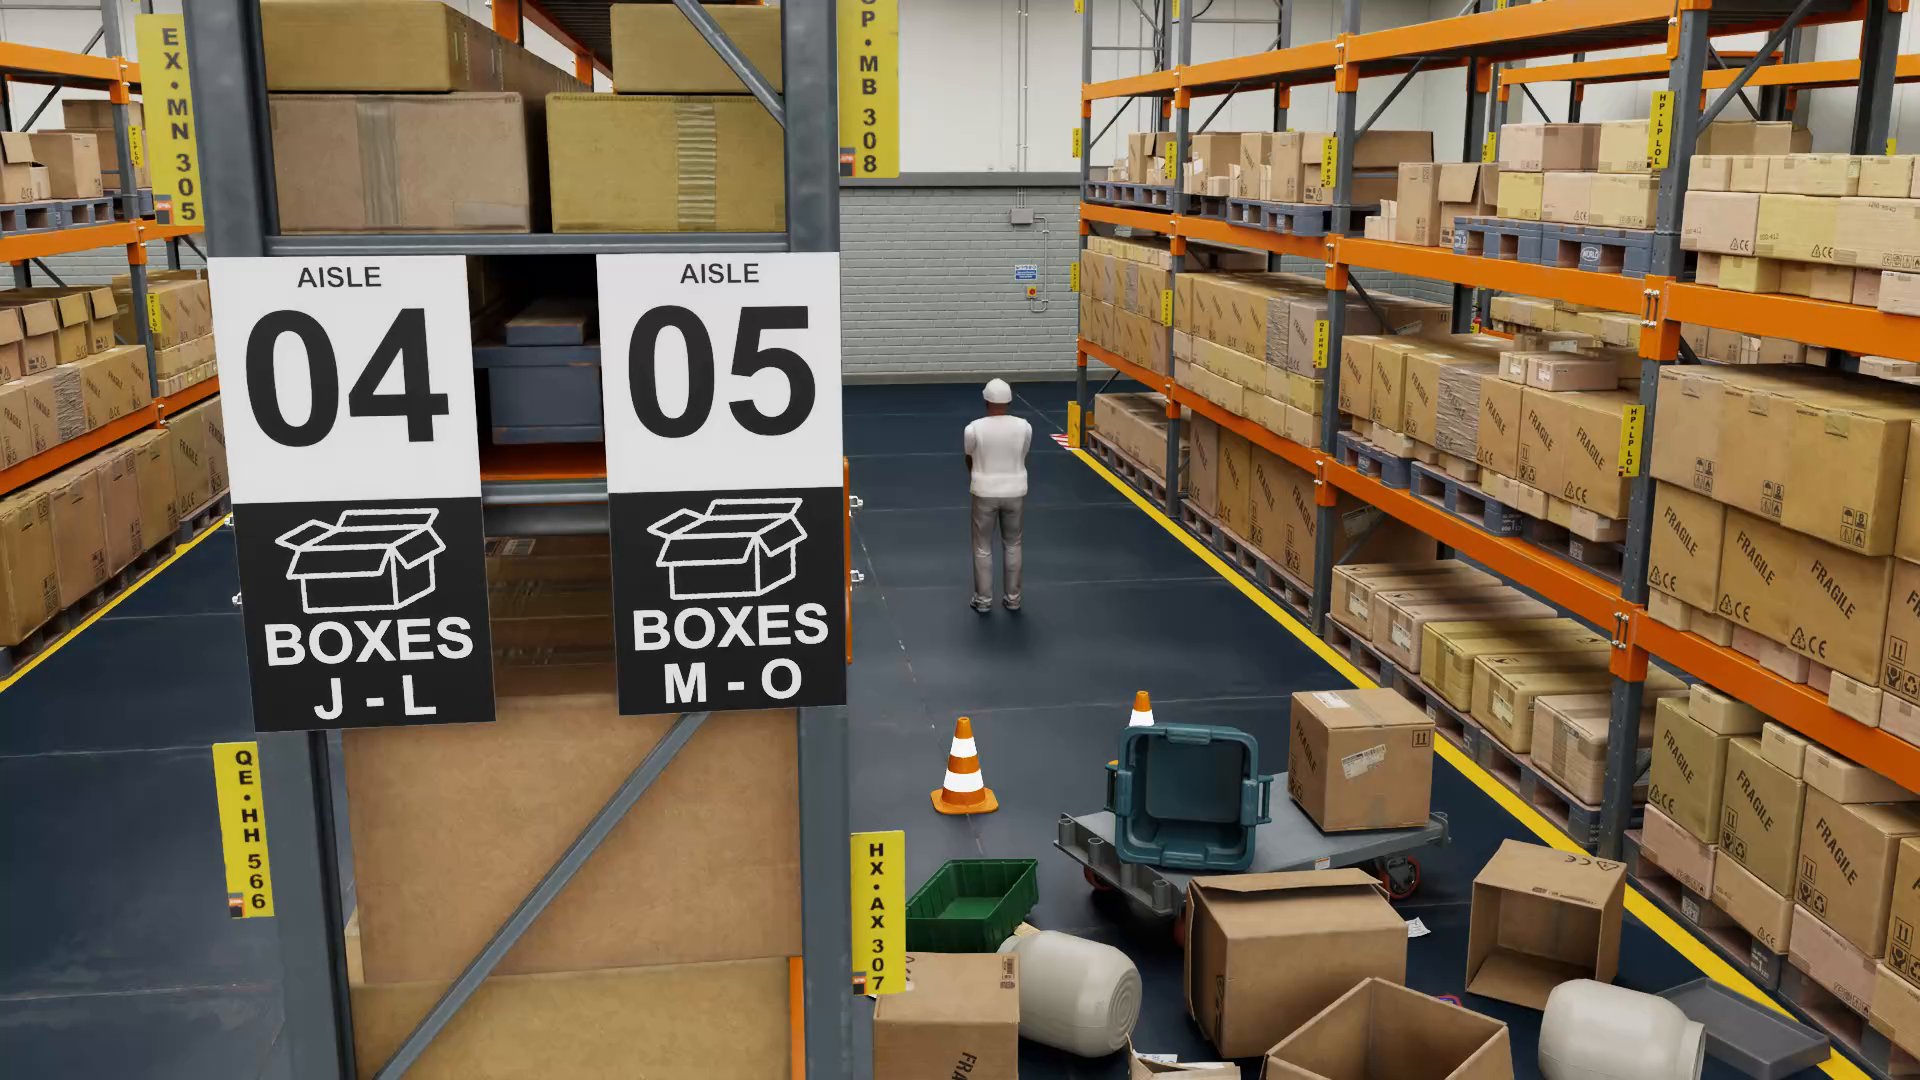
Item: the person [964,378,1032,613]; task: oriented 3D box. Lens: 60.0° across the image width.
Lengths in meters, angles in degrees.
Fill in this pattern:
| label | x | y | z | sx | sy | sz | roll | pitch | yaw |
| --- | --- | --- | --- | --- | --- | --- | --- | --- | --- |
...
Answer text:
| label | x | y | z | sx | sy | sz | roll | pitch | yaw |
| --- | --- | --- | --- | --- | --- | --- | --- | --- | --- |
| person | 0.262 | -0.353 | 12.467 | 0.502 | 1.761 | 0.577 | -2 | 13 | -8 |
